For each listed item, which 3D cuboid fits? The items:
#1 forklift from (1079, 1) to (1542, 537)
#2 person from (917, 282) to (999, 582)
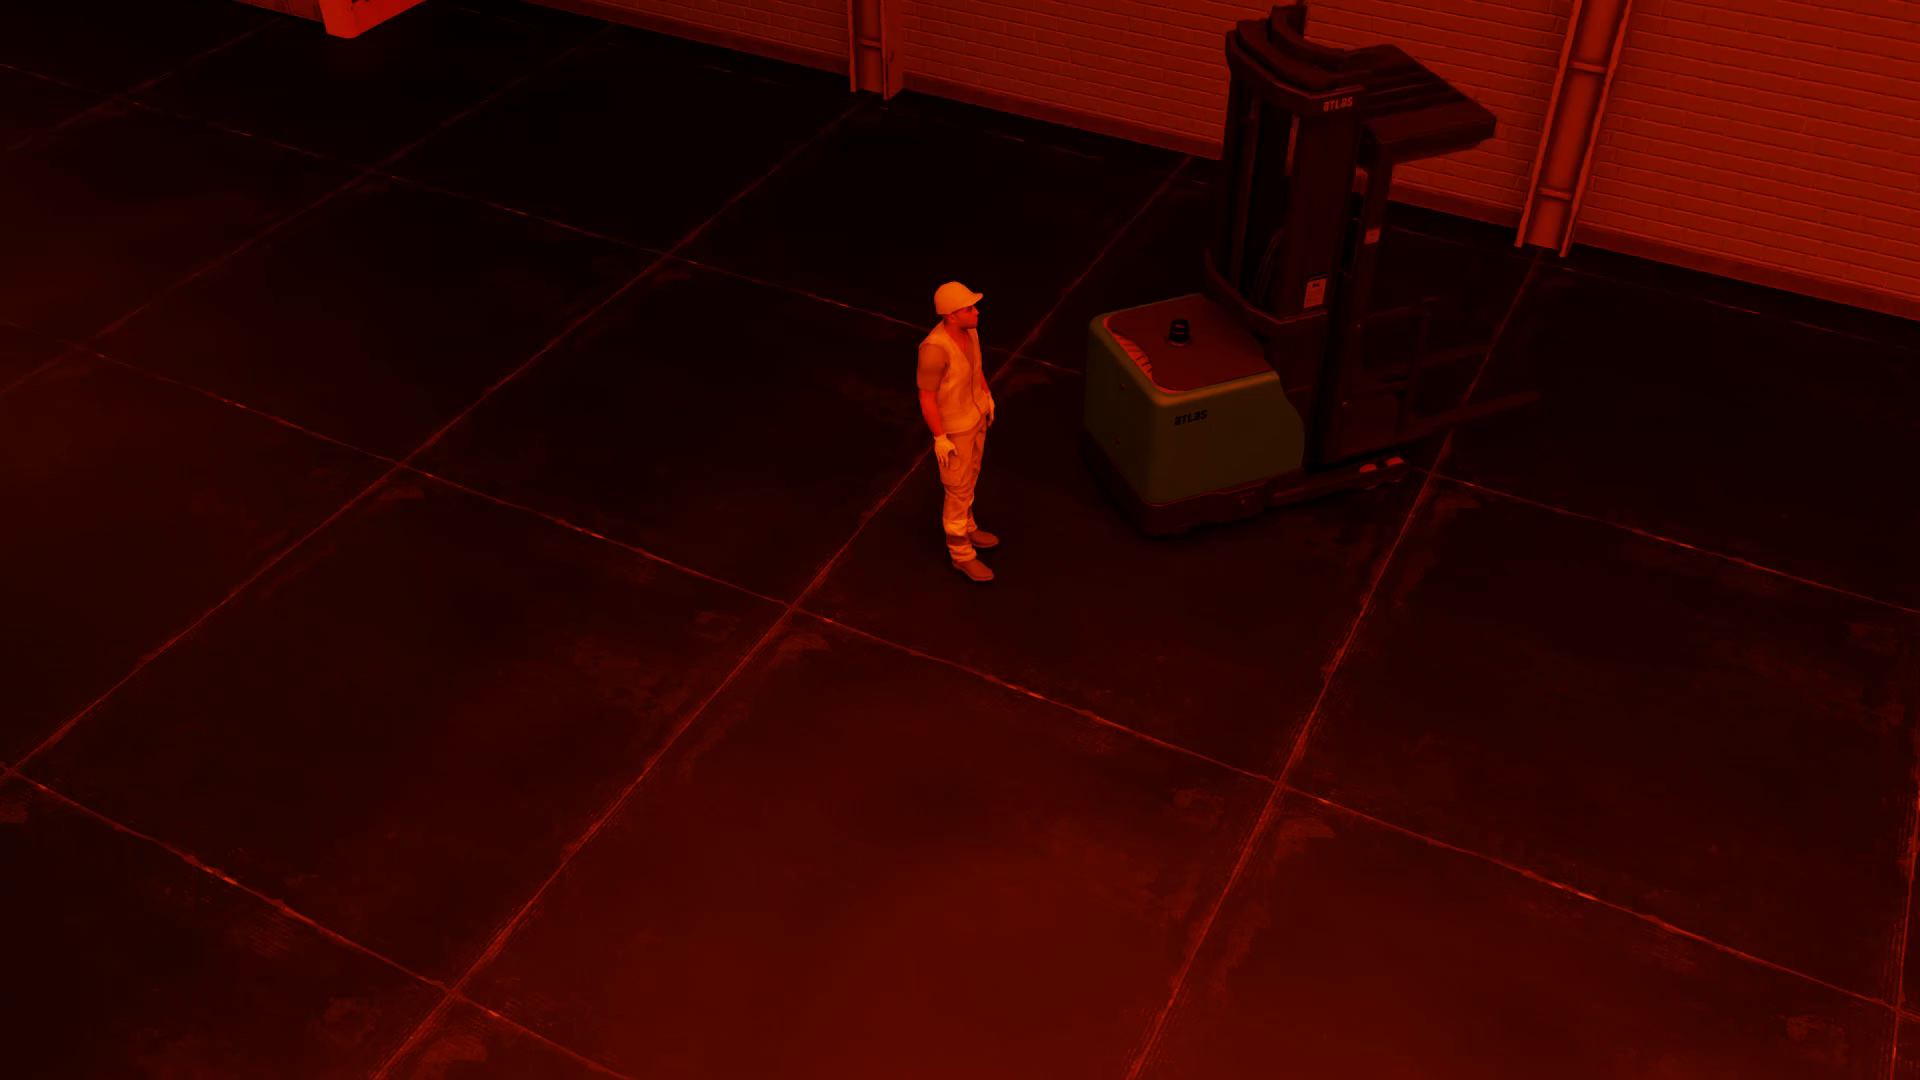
[{"bbox_3d":[2.346,-1.745,10.058,3.031,2.935,1.130,-15,42,-17],"label":"forklift"},{"bbox_3d":[0.066,-0.660,9.645,0.564,1.787,0.638,18,43,21],"label":"person"}]
